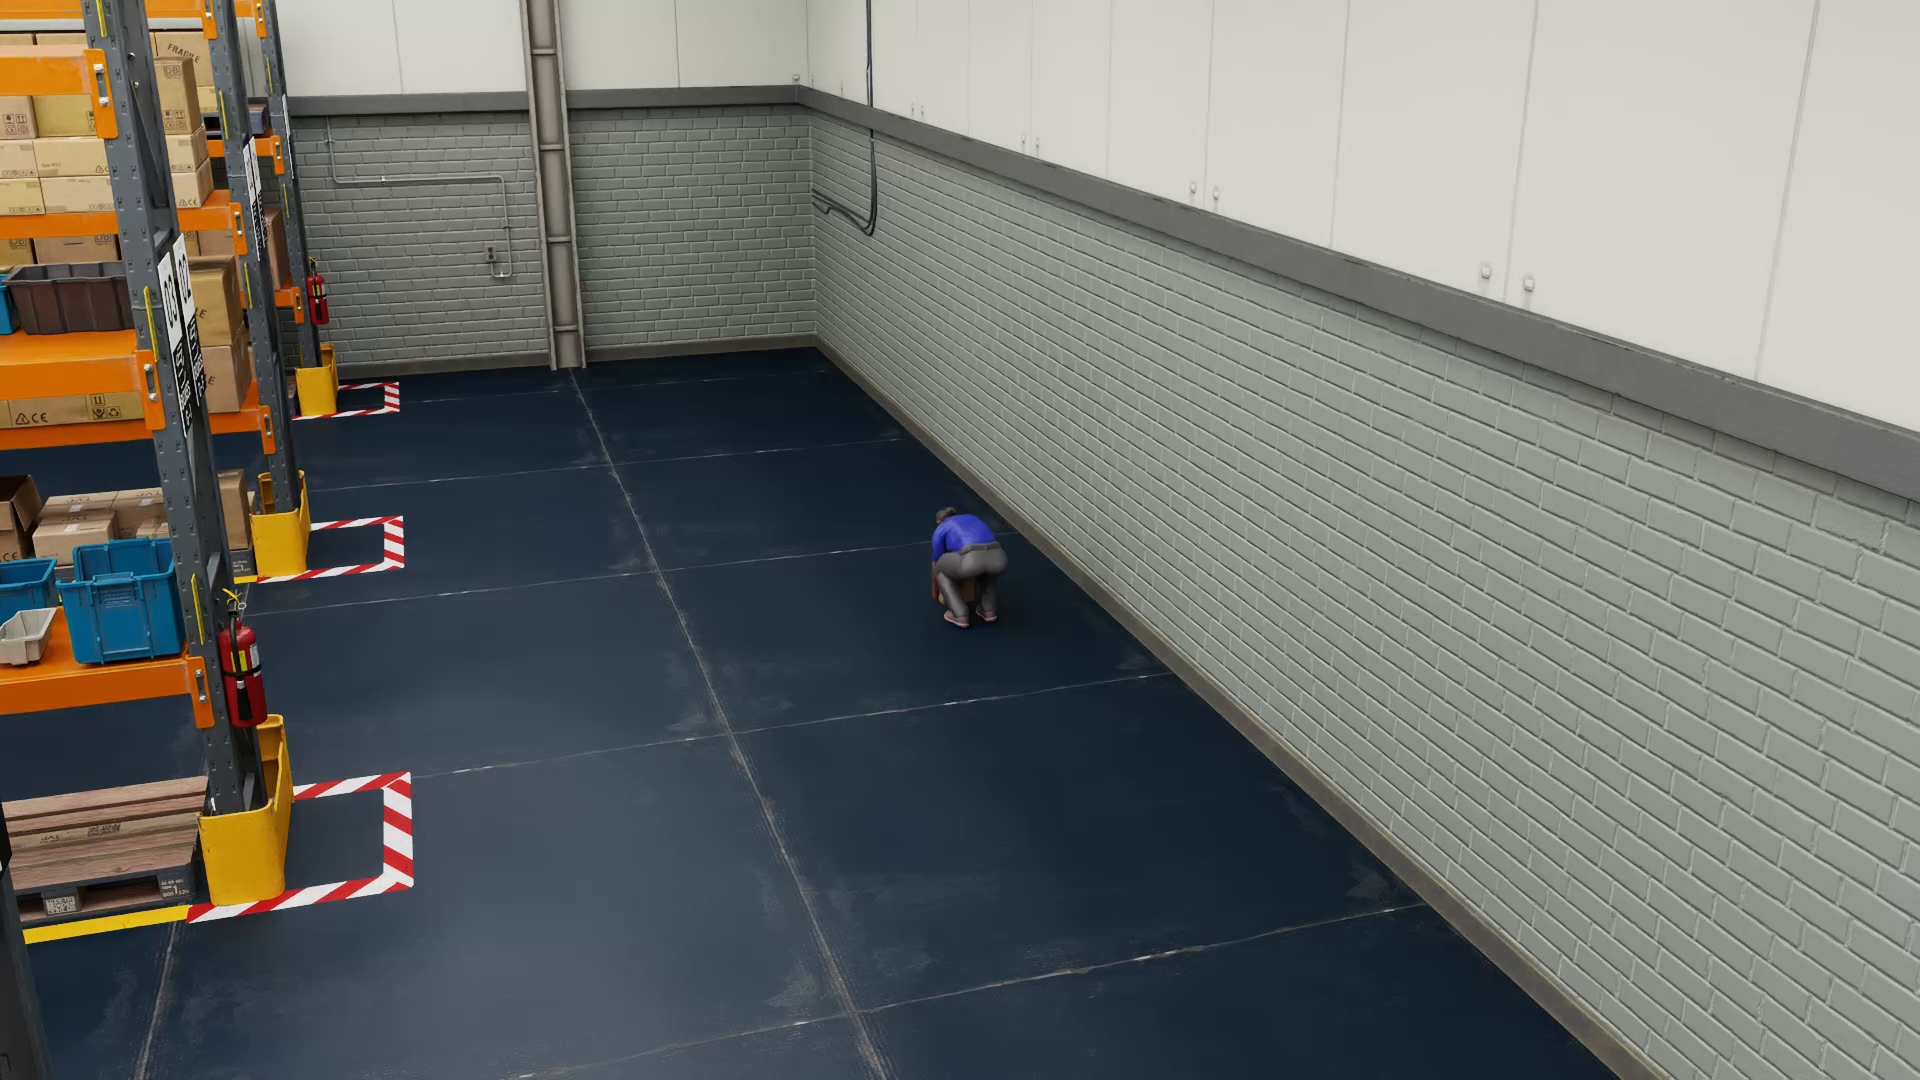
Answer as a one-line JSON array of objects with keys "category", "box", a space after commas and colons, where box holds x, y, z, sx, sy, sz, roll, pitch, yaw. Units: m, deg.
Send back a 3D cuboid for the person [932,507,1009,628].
[{"category": "person", "box": [0.042, 0.195, 11.947, 0.451, 0.743, 0.864, -7, 20, -19]}]
